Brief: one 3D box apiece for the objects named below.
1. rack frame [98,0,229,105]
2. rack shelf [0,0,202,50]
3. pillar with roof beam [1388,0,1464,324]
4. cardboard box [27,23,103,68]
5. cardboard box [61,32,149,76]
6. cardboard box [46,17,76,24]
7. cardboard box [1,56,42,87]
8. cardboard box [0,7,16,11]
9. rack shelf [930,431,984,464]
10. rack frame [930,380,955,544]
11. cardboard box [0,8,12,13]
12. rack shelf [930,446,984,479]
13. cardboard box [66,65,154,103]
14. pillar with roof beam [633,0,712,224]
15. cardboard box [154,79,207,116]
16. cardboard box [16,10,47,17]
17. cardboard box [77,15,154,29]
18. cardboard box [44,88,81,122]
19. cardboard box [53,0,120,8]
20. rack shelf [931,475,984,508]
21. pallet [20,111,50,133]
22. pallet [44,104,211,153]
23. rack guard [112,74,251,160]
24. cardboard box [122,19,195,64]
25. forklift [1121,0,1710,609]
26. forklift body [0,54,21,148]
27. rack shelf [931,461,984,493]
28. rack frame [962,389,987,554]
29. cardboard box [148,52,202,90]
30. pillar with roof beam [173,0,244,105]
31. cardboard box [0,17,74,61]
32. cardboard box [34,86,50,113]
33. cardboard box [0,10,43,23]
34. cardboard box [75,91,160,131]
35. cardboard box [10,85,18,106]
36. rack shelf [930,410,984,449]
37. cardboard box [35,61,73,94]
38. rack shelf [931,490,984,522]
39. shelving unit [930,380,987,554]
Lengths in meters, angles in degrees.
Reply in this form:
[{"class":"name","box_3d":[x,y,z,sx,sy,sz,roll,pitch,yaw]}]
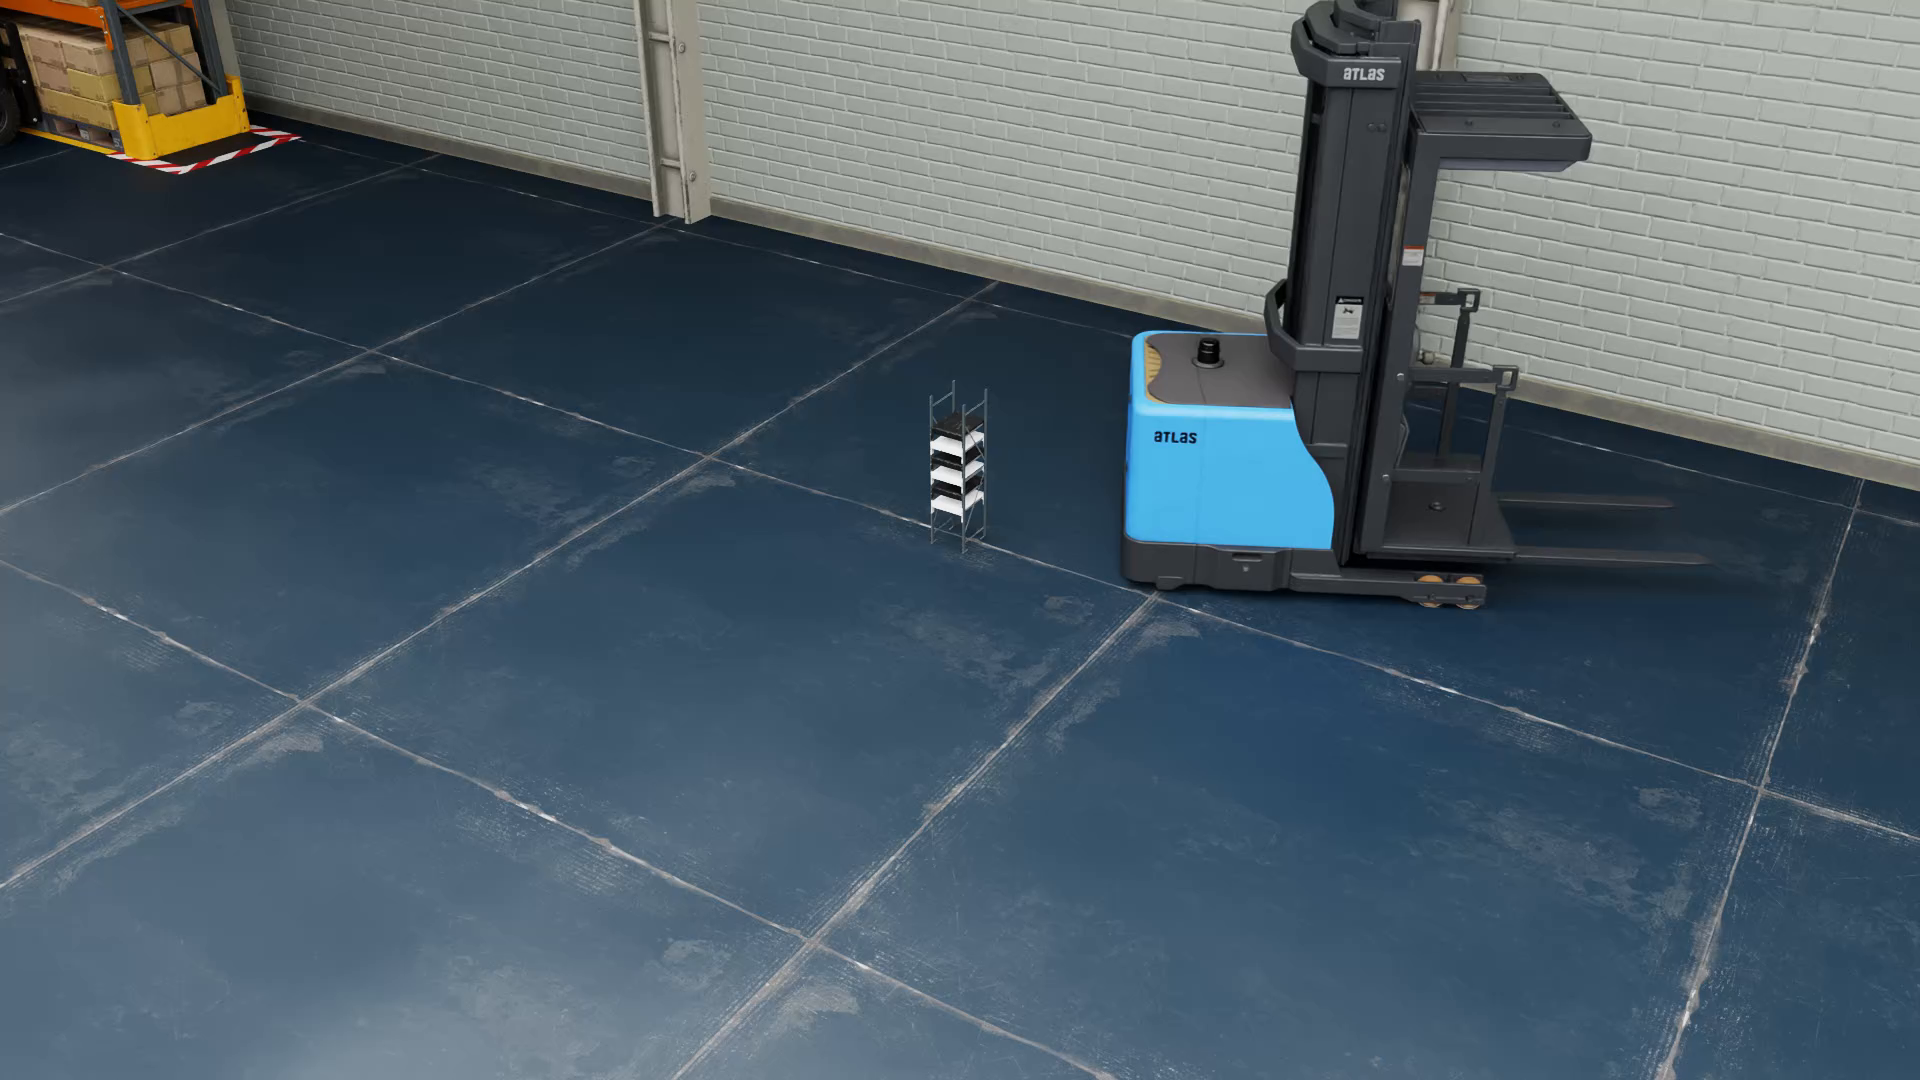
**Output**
[{"class":"rack frame","box_3d":[-7.286,-5.055,14.939,0.127,3.000,1.000,18,35,27]},{"class":"rack shelf","box_3d":[-8.980,-5.280,16.038,4.000,0.370,1.077,18,35,27]},{"class":"pillar with roof beam","box_3d":[0.479,-3.166,5.746,0.400,9.000,9.100,18,35,27]},{"class":"cardboard box","box_3d":[-8.277,-4.605,15.487,0.500,0.250,0.500,18,35,28]},{"class":"cardboard box","box_3d":[-7.842,-4.471,15.257,0.500,0.250,0.500,19,35,29]},{"class":"cardboard box","box_3d":[-8.435,-4.961,16.097,0.500,0.250,0.500,17,34,27]},{"class":"cardboard box","box_3d":[-8.732,-4.530,15.854,0.500,0.250,0.500,17,34,26]},{"class":"cardboard box","box_3d":[-9.296,-5.233,16.562,0.500,0.250,0.500,18,35,28]},{"class":"rack shelf","box_3d":[-0.007,-0.518,8.953,0.200,0.077,0.258,18,35,27]},{"class":"rack frame","box_3d":[-0.093,-0.418,9.074,0.006,0.900,0.240,18,35,27]},{"class":"cardboard box","box_3d":[-9.576,-5.019,16.196,0.500,0.250,0.500,19,35,29]},{"class":"rack shelf","box_3d":[-0.007,-0.440,8.998,0.200,0.077,0.258,18,35,27]},{"class":"cardboard box","box_3d":[-7.864,-4.262,15.394,0.500,0.250,0.500,17,34,27]},{"class":"pillar with roof beam","box_3d":[-4.603,-4.773,8.501,0.400,9.000,9.100,18,35,27]},{"class":"cardboard box","box_3d":[-7.598,-4.264,15.894,0.500,0.250,0.500,18,35,28]},{"class":"cardboard box","box_3d":[-8.866,-5.101,16.337,0.500,0.250,0.500,17,34,26]},{"class":"cardboard box","box_3d":[-8.018,-4.823,15.860,0.500,0.250,0.500,18,35,27]},{"class":"cardboard box","box_3d":[-8.268,-4.177,15.745,0.500,0.250,0.500,18,35,27]},{"class":"cardboard box","box_3d":[-7.842,-5.118,14.947,0.500,0.500,0.500,17,34,26]},{"class":"rack shelf","box_3d":[-0.007,-0.284,9.089,0.200,0.077,0.258,18,35,27]},{"class":"pallet","box_3d":[-8.985,-4.365,16.523,1.213,0.211,1.003,18,35,27]},{"class":"pallet","box_3d":[-7.956,-4.038,15.962,1.213,0.211,1.003,18,35,27]},{"class":"rack guard","box_3d":[-7.266,-3.969,15.557,0.348,0.500,1.175,18,35,27]},{"class":"cardboard box","box_3d":[-7.592,-4.690,15.633,0.500,0.250,0.500,17,34,27]},{"class":"forklift","box_3d":[2.400,-1.187,8.376,3.031,2.935,1.130,2,30,4]},{"class":"forklift body","box_3d":[-9.862,-4.418,14.688,1.214,2.155,2.313,18,35,27]},{"class":"rack shelf","box_3d":[-0.007,-0.362,9.044,0.200,0.077,0.258,18,35,27]},{"class":"rack frame","box_3d":[0.079,-0.364,8.980,0.006,0.900,0.240,18,35,27]},{"class":"cardboard box","box_3d":[-7.574,-4.479,15.767,0.500,0.250,0.500,18,35,28]},{"class":"pillar with roof beam","box_3d":[-9.685,-6.380,11.256,0.400,9.000,9.100,18,35,27]},{"class":"cardboard box","box_3d":[-8.710,-4.736,15.712,0.500,0.250,0.500,18,35,28]},{"class":"cardboard box","box_3d":[-8.687,-4.315,15.982,0.500,0.250,0.500,18,35,28]},{"class":"cardboard box","box_3d":[-9.135,-4.875,15.950,0.500,0.250,0.500,17,34,26]},{"class":"cardboard box","box_3d":[-7.852,-4.040,15.510,0.500,0.250,0.500,18,35,28]},{"class":"cardboard box","box_3d":[-9.139,-4.445,16.204,0.500,0.250,0.500,19,35,29]},{"class":"rack shelf","box_3d":[-0.007,-0.595,8.908,0.200,0.077,0.258,18,35,27]},{"class":"cardboard box","box_3d":[-8.283,-4.401,15.633,0.500,0.250,0.500,17,34,27]},{"class":"rack shelf","box_3d":[-0.007,-0.207,9.134,0.200,0.077,0.258,18,35,27]},{"class":"shelving unit","box_3d":[-0.007,-0.391,9.027,0.210,0.900,0.258,18,35,27]}]
